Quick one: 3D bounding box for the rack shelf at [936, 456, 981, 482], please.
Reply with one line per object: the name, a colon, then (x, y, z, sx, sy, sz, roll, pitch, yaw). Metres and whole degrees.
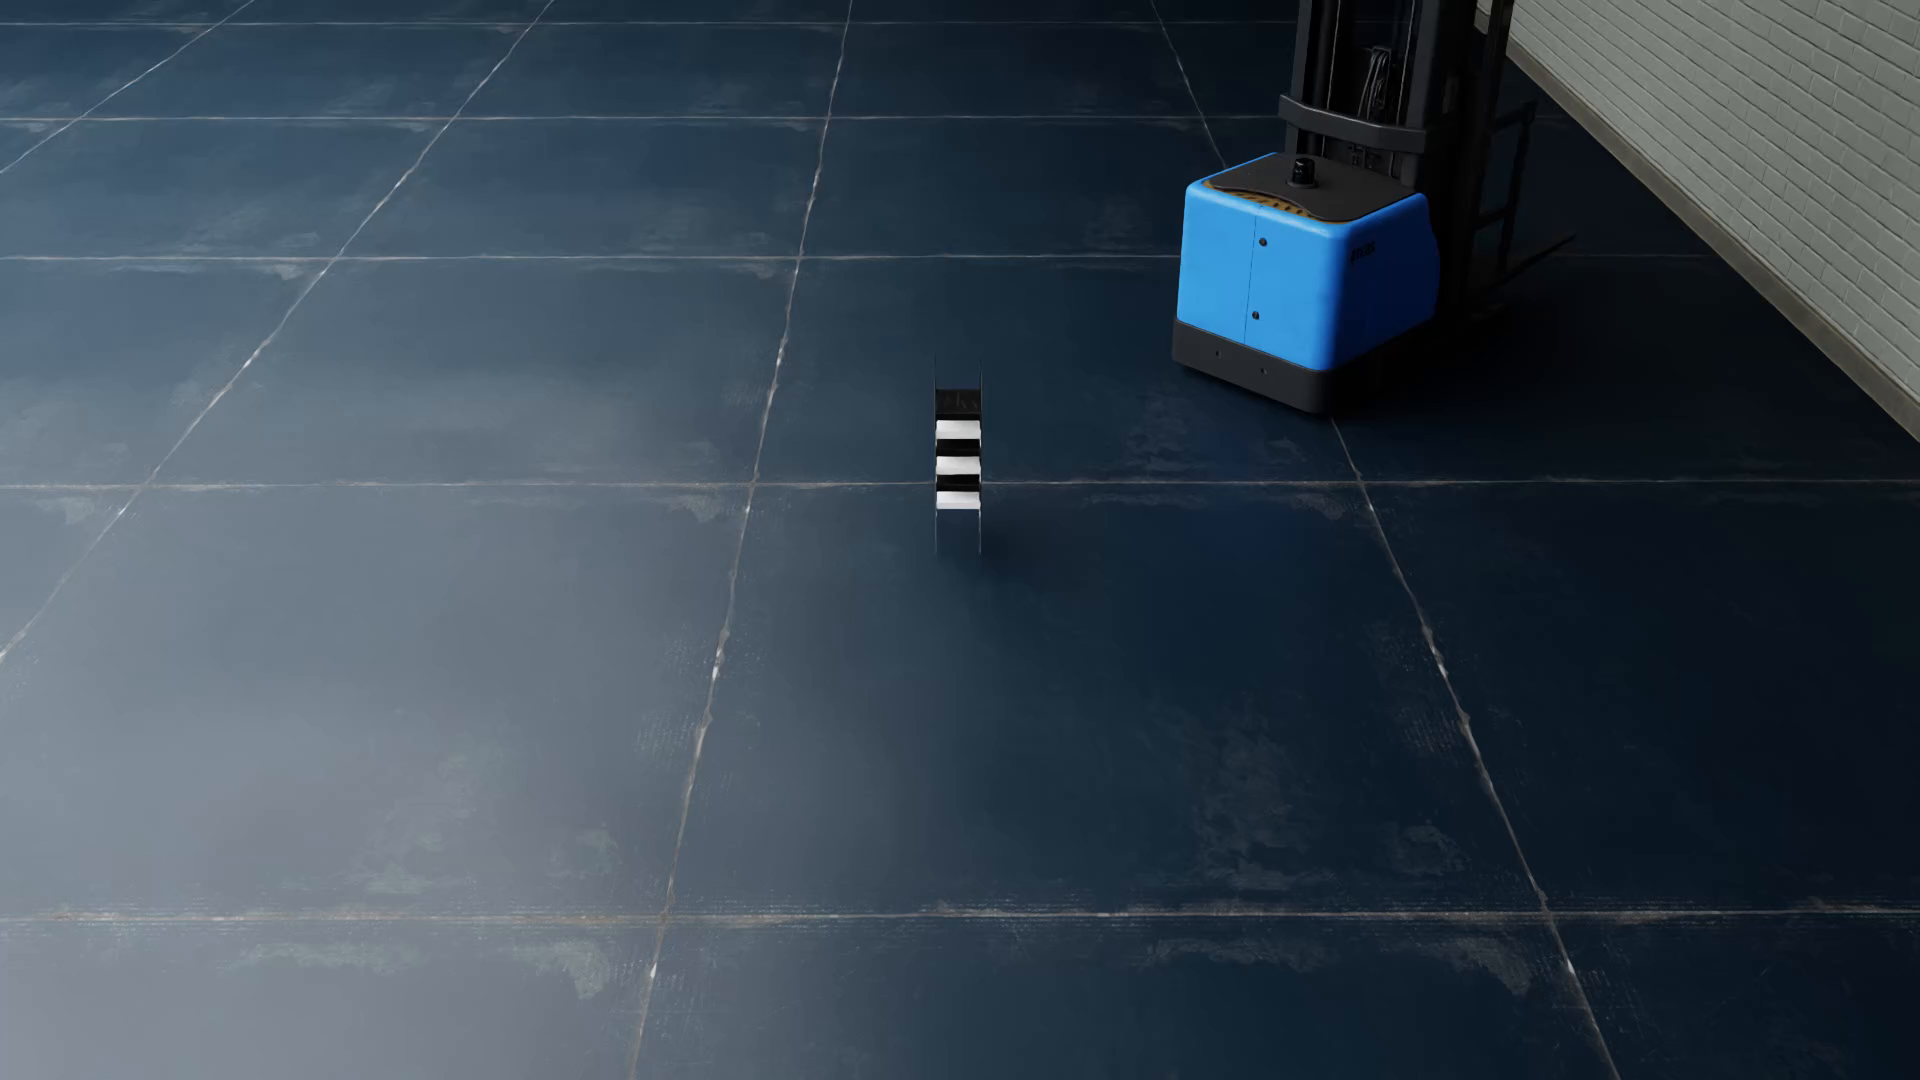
rack shelf: (-0.008, -0.356, 7.534, 0.200, 0.077, 0.258, 0, 31, 0)

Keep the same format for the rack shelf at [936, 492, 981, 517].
rack shelf: (-0.008, -0.202, 7.627, 0.200, 0.077, 0.258, 0, 31, 0)

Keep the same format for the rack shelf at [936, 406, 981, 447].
rack shelf: (-0.008, -0.510, 7.440, 0.200, 0.077, 0.258, 0, 31, 0)

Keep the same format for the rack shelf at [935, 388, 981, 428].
rack shelf: (-0.008, -0.587, 7.394, 0.200, 0.077, 0.258, 0, 31, 0)

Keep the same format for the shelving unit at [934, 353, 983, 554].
shelving unit: (-0.008, -0.385, 7.517, 0.210, 0.900, 0.258, 0, 31, 0)

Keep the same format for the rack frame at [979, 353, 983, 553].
rack frame: (0.094, -0.385, 7.517, 0.006, 0.900, 0.240, 0, 31, 0)

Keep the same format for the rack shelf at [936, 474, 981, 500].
rack shelf: (-0.008, -0.279, 7.581, 0.200, 0.077, 0.258, 0, 31, 0)

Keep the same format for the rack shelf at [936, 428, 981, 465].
rack shelf: (-0.008, -0.433, 7.487, 0.200, 0.077, 0.258, 0, 31, 0)

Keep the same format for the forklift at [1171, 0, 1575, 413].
forklift: (2.583, -2.576, 9.171, 3.031, 2.935, 1.130, -27, 40, -37)

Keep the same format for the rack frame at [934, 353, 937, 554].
rack frame: (-0.110, -0.384, 7.516, 0.006, 0.900, 0.240, 0, 31, 0)
